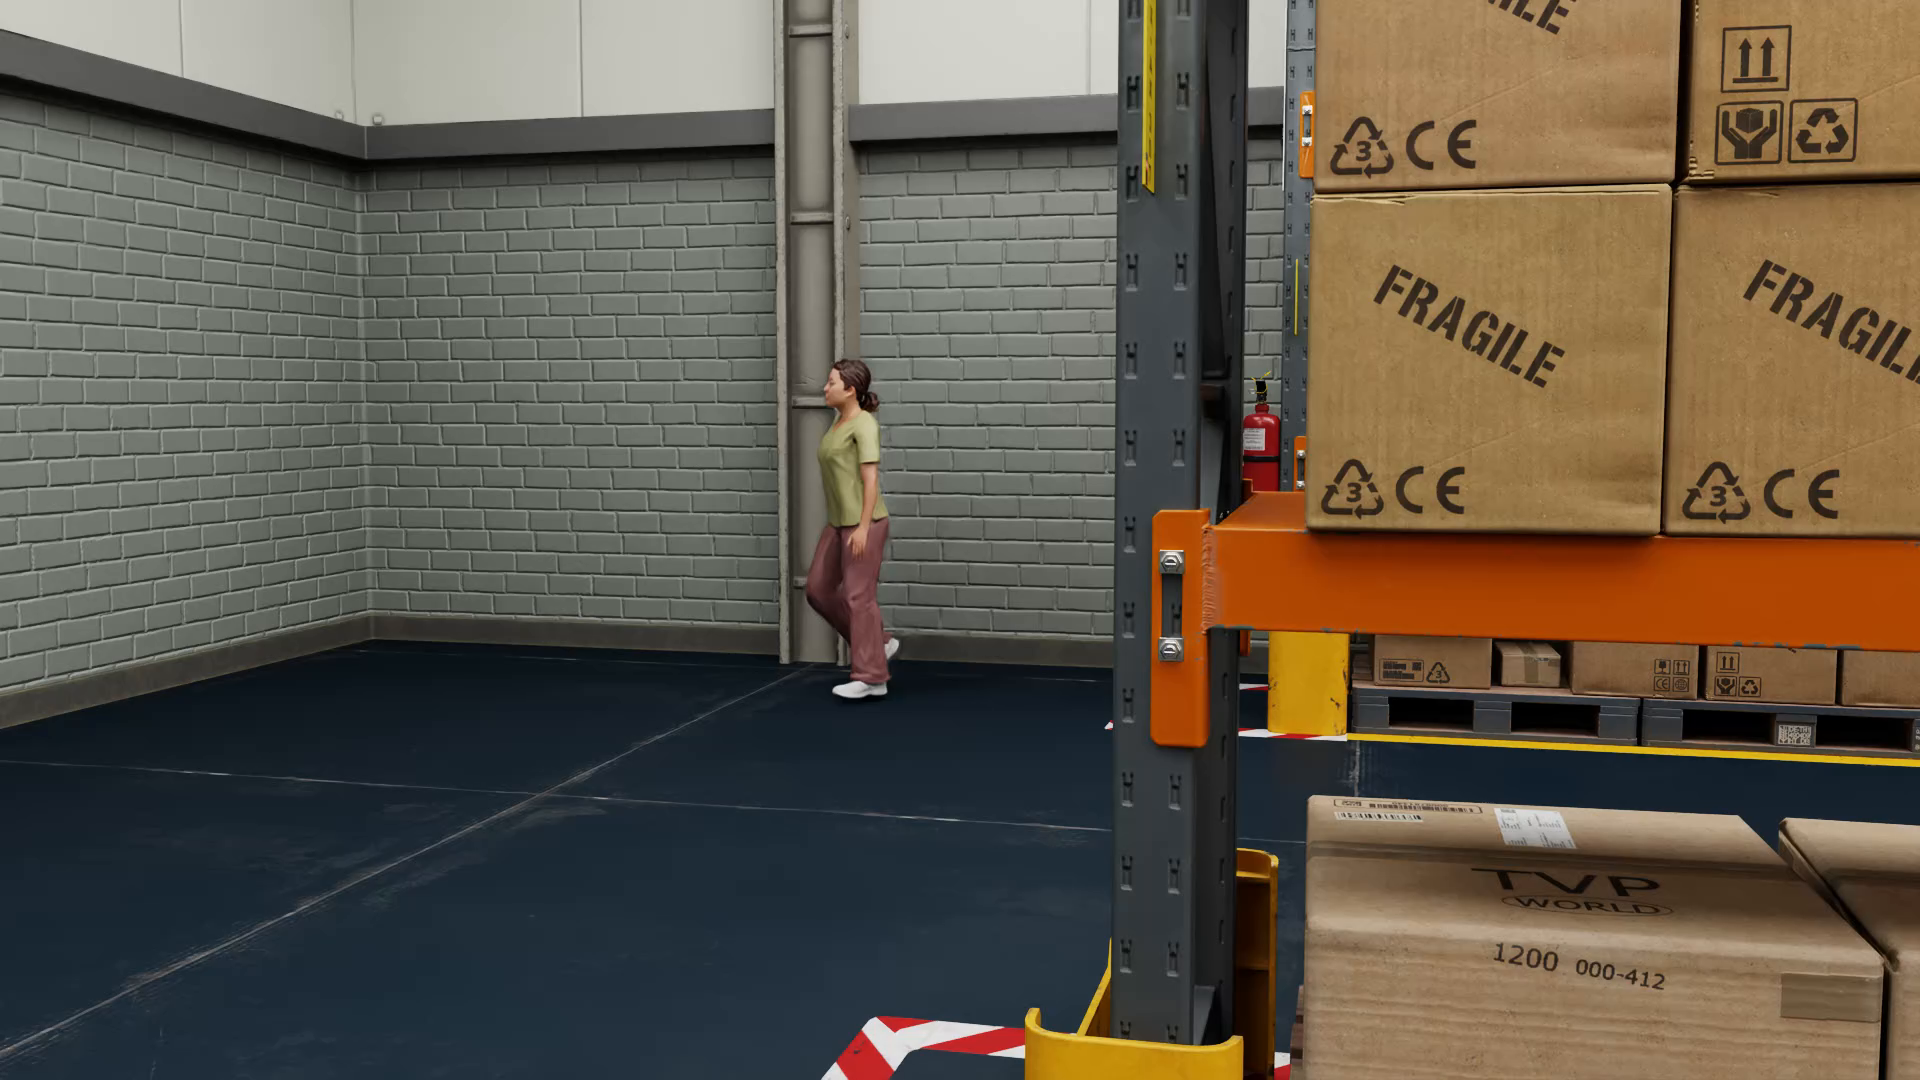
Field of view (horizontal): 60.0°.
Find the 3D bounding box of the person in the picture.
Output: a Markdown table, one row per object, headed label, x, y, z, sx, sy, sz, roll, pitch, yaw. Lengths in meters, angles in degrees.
| label | x | y | z | sx | sy | sz | roll | pitch | yaw |
| --- | --- | --- | --- | --- | --- | --- | --- | --- | --- |
| person | -0.496 | -0.062 | 8.221 | 0.482 | 1.659 | 0.500 | -2 | 5 | -26 |
